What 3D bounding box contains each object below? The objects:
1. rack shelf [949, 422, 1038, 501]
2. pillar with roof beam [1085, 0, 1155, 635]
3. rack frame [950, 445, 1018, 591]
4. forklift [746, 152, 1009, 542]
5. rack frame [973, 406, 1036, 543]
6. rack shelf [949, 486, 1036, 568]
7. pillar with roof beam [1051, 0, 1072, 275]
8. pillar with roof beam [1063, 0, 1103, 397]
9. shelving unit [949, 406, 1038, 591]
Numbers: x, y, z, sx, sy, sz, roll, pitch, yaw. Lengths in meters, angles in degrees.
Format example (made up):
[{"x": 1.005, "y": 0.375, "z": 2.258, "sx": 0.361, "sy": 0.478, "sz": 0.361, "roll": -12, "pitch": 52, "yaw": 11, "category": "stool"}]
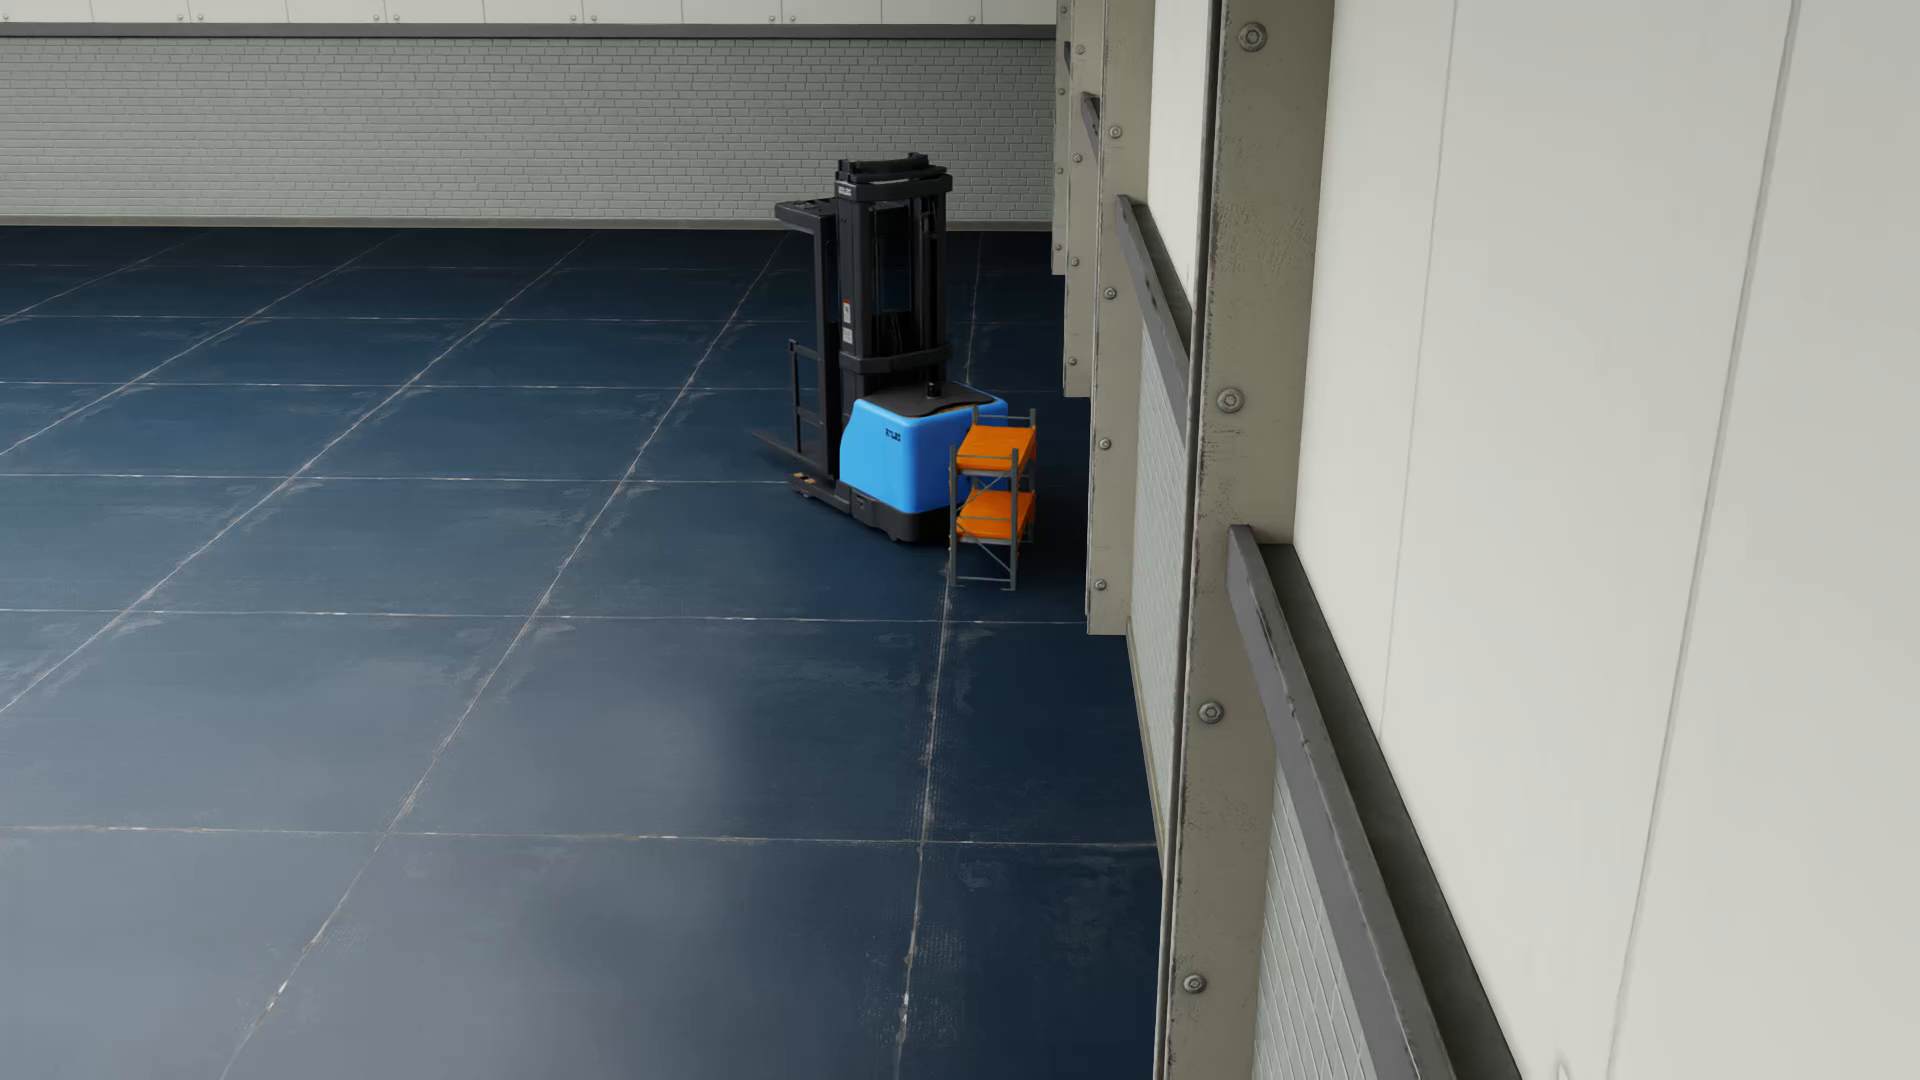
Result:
[{"x": 0.264, "y": -0.612, "z": 12.741, "sx": 0.538, "sy": 0.278, "sz": 1.000, "roll": 4, "pitch": 21, "yaw": 9, "category": "rack shelf"}, {"x": -3.238, "y": -3.642, "z": 10.476, "sx": 9.100, "sy": 9.000, "sz": 0.400, "roll": 1, "pitch": 21, "yaw": 2, "category": "pillar with roof beam"}, {"x": 0.178, "y": -0.157, "z": 12.380, "sx": 0.500, "sy": 1.125, "sz": 0.032, "roll": 4, "pitch": 21, "yaw": 9, "category": "rack frame"}, {"x": -0.858, "y": -1.823, "z": 14.175, "sx": 1.130, "sy": 2.935, "sz": 3.031, "roll": -14, "pitch": 25, "yaw": -33, "category": "forklift"}, {"x": 0.349, "y": -0.520, "z": 13.314, "sx": 0.500, "sy": 1.125, "sz": 0.032, "roll": 4, "pitch": 21, "yaw": 9, "category": "rack frame"}, {"x": 0.264, "y": -0.111, "z": 12.935, "sx": 0.538, "sy": 0.278, "sz": 1.000, "roll": 4, "pitch": 21, "yaw": 9, "category": "rack shelf"}, {"x": -2.873, "y": -7.981, "z": 21.658, "sx": 9.100, "sy": 9.000, "sz": 0.400, "roll": 1, "pitch": 21, "yaw": 2, "category": "pillar with roof beam"}, {"x": -3.056, "y": -5.812, "z": 16.067, "sx": 9.100, "sy": 9.000, "sz": 0.400, "roll": 1, "pitch": 21, "yaw": 2, "category": "pillar with roof beam"}, {"x": 0.264, "y": -0.339, "z": 12.847, "sx": 0.538, "sy": 1.125, "sz": 1.048, "roll": 4, "pitch": 21, "yaw": 9, "category": "shelving unit"}]
